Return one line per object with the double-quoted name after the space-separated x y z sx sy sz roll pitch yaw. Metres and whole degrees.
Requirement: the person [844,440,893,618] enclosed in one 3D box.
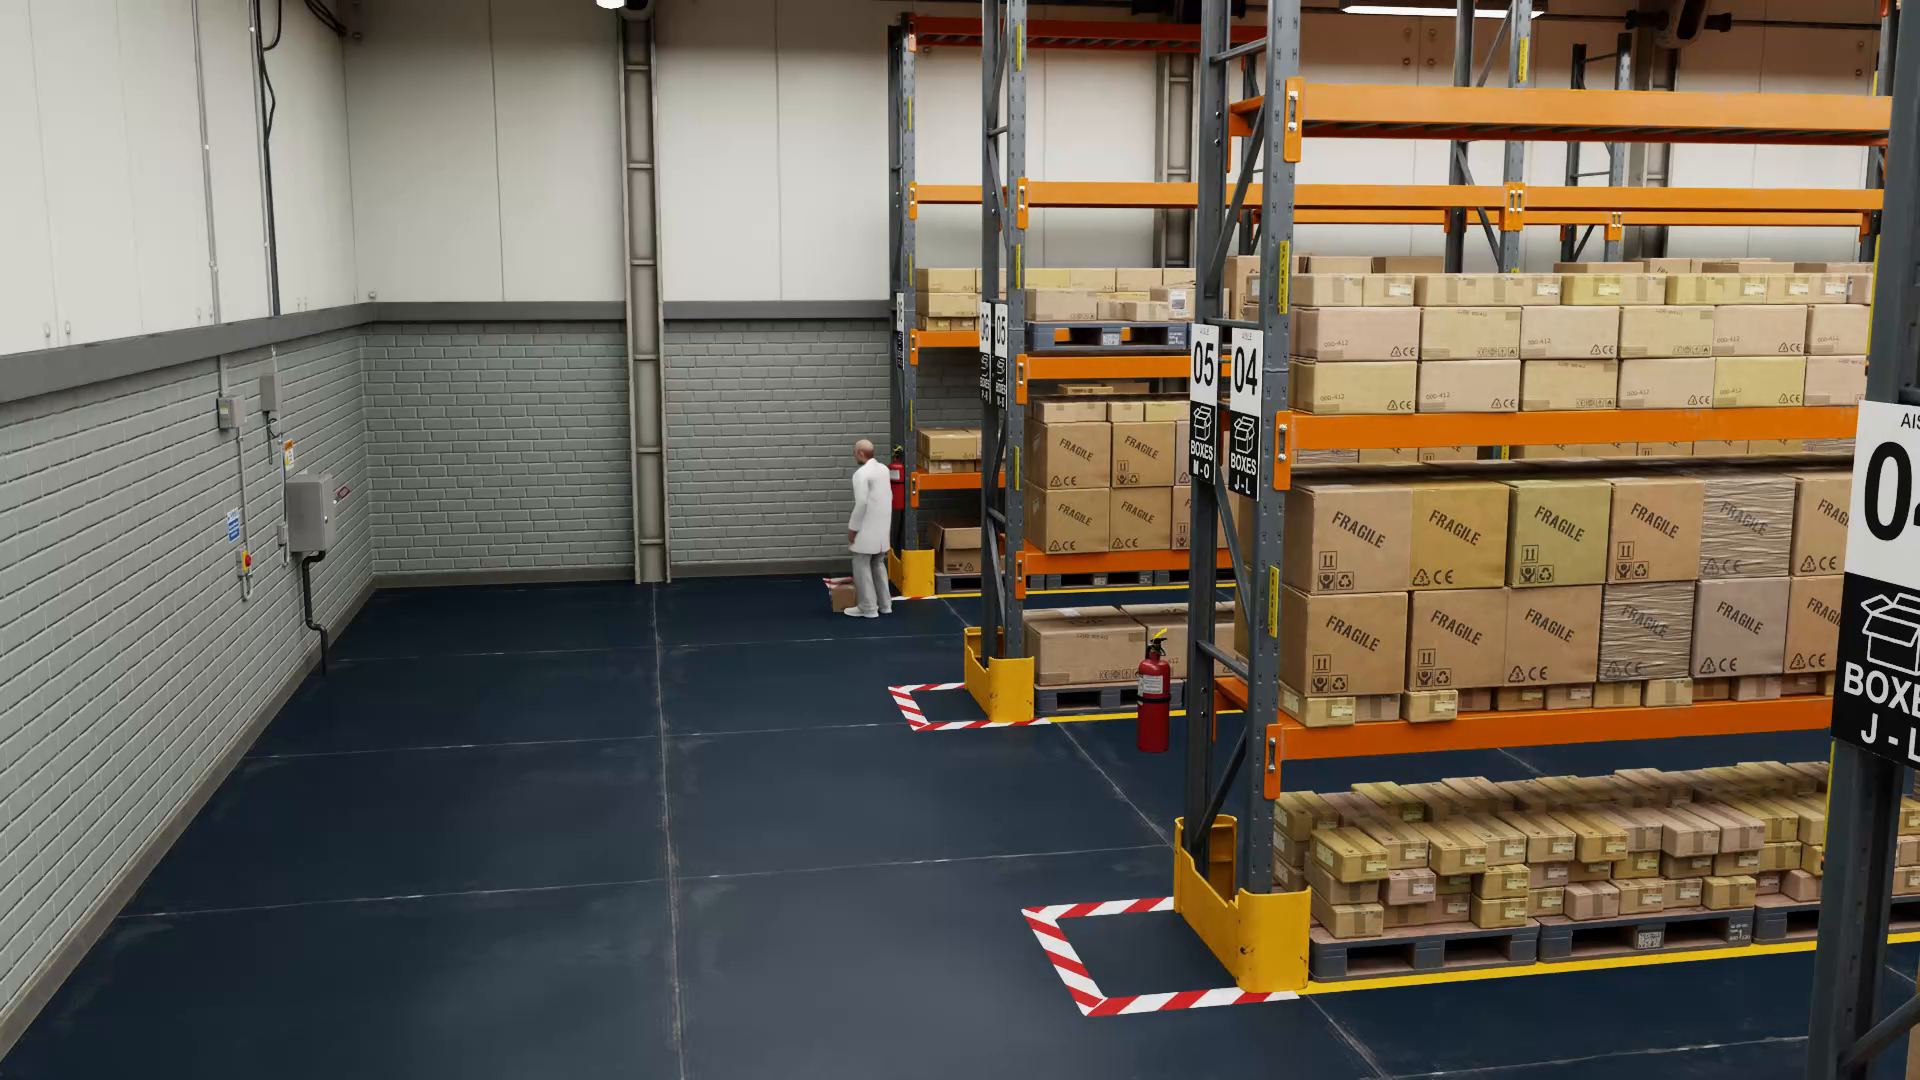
-0.909 -0.121 16.659 0.426 1.774 0.617 6 11 30 "person"
